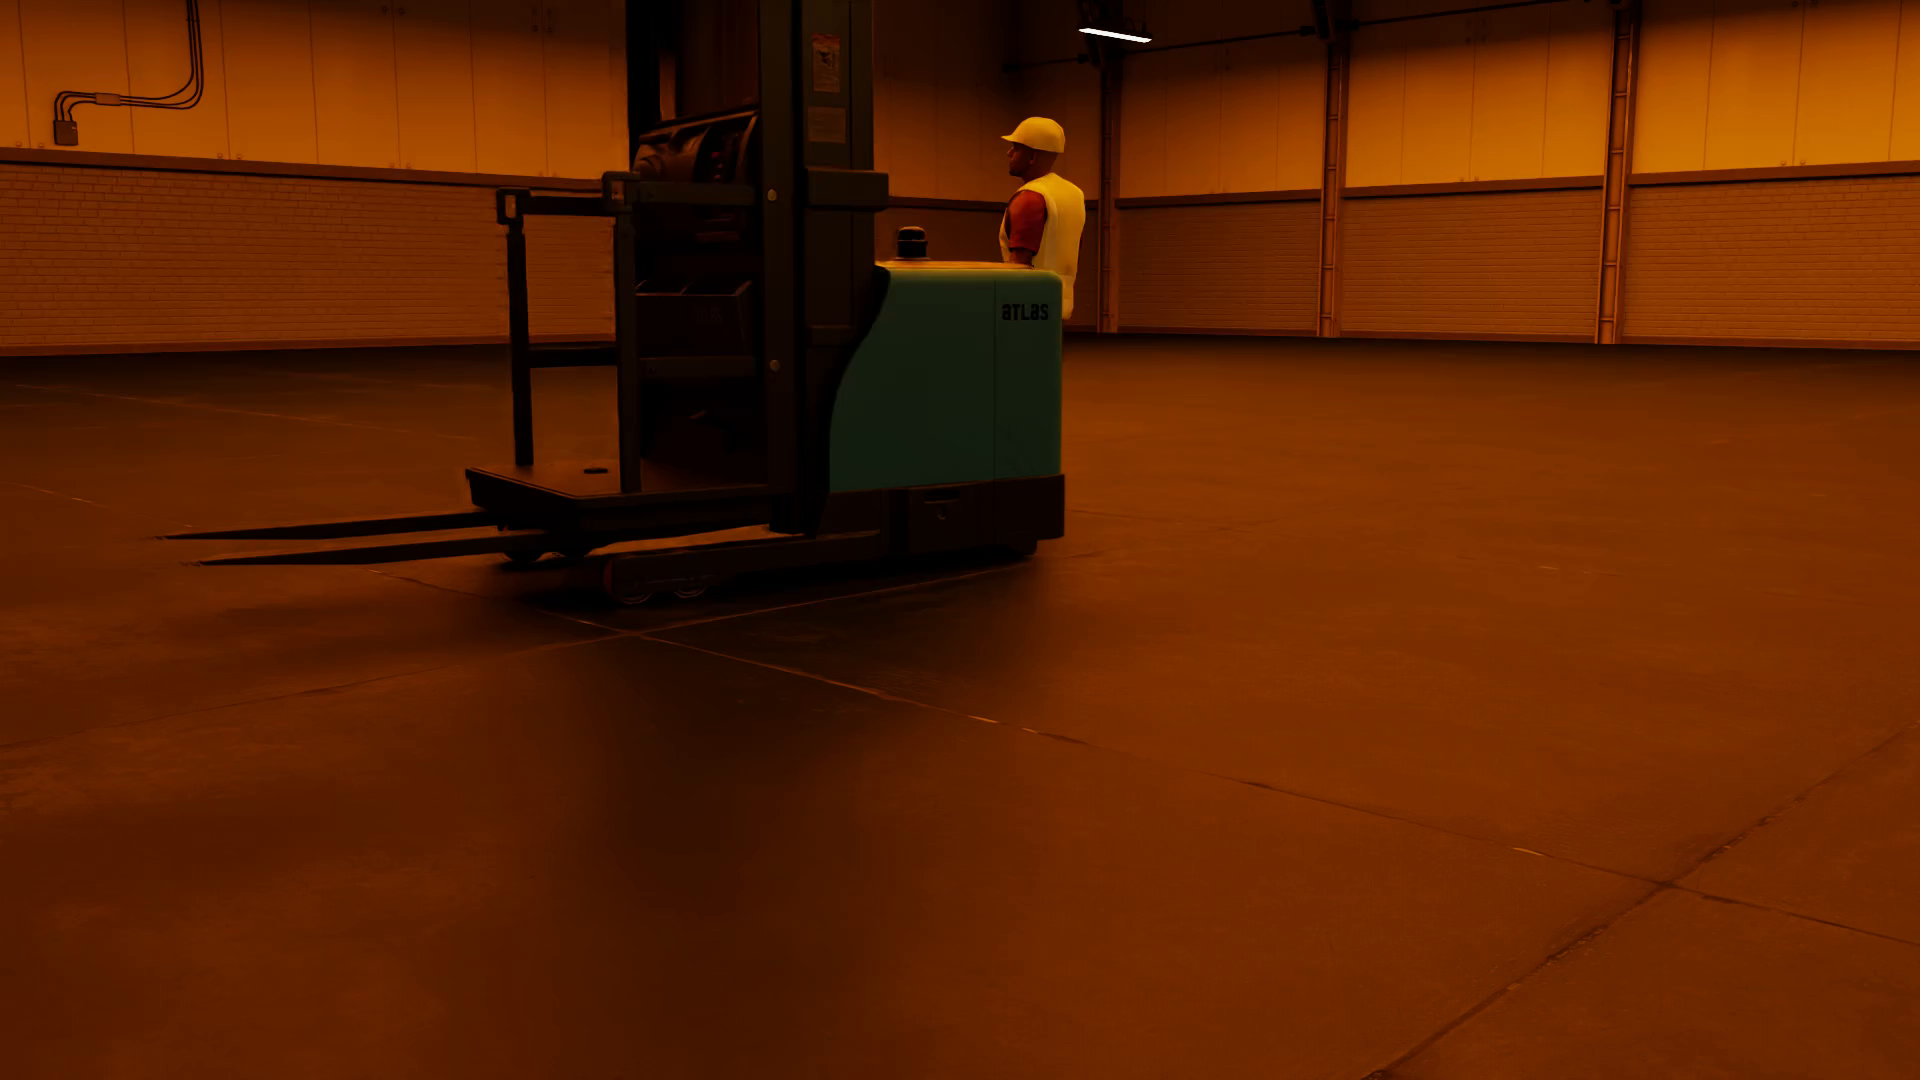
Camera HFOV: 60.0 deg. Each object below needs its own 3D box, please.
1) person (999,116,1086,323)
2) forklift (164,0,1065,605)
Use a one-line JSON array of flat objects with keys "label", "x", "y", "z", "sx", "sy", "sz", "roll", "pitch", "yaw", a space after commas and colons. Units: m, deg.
[{"label": "person", "x": 0.264, "y": -1.052, "z": 7.722, "sx": 0.574, "sy": 1.767, "sz": 0.668, "roll": 4, "pitch": 10, "yaw": 27}, {"label": "forklift", "x": -1.109, "y": -1.330, "z": 5.706, "sx": 3.031, "sy": 2.935, "sz": 1.130, "roll": -6, "pitch": 10, "yaw": -34}]
